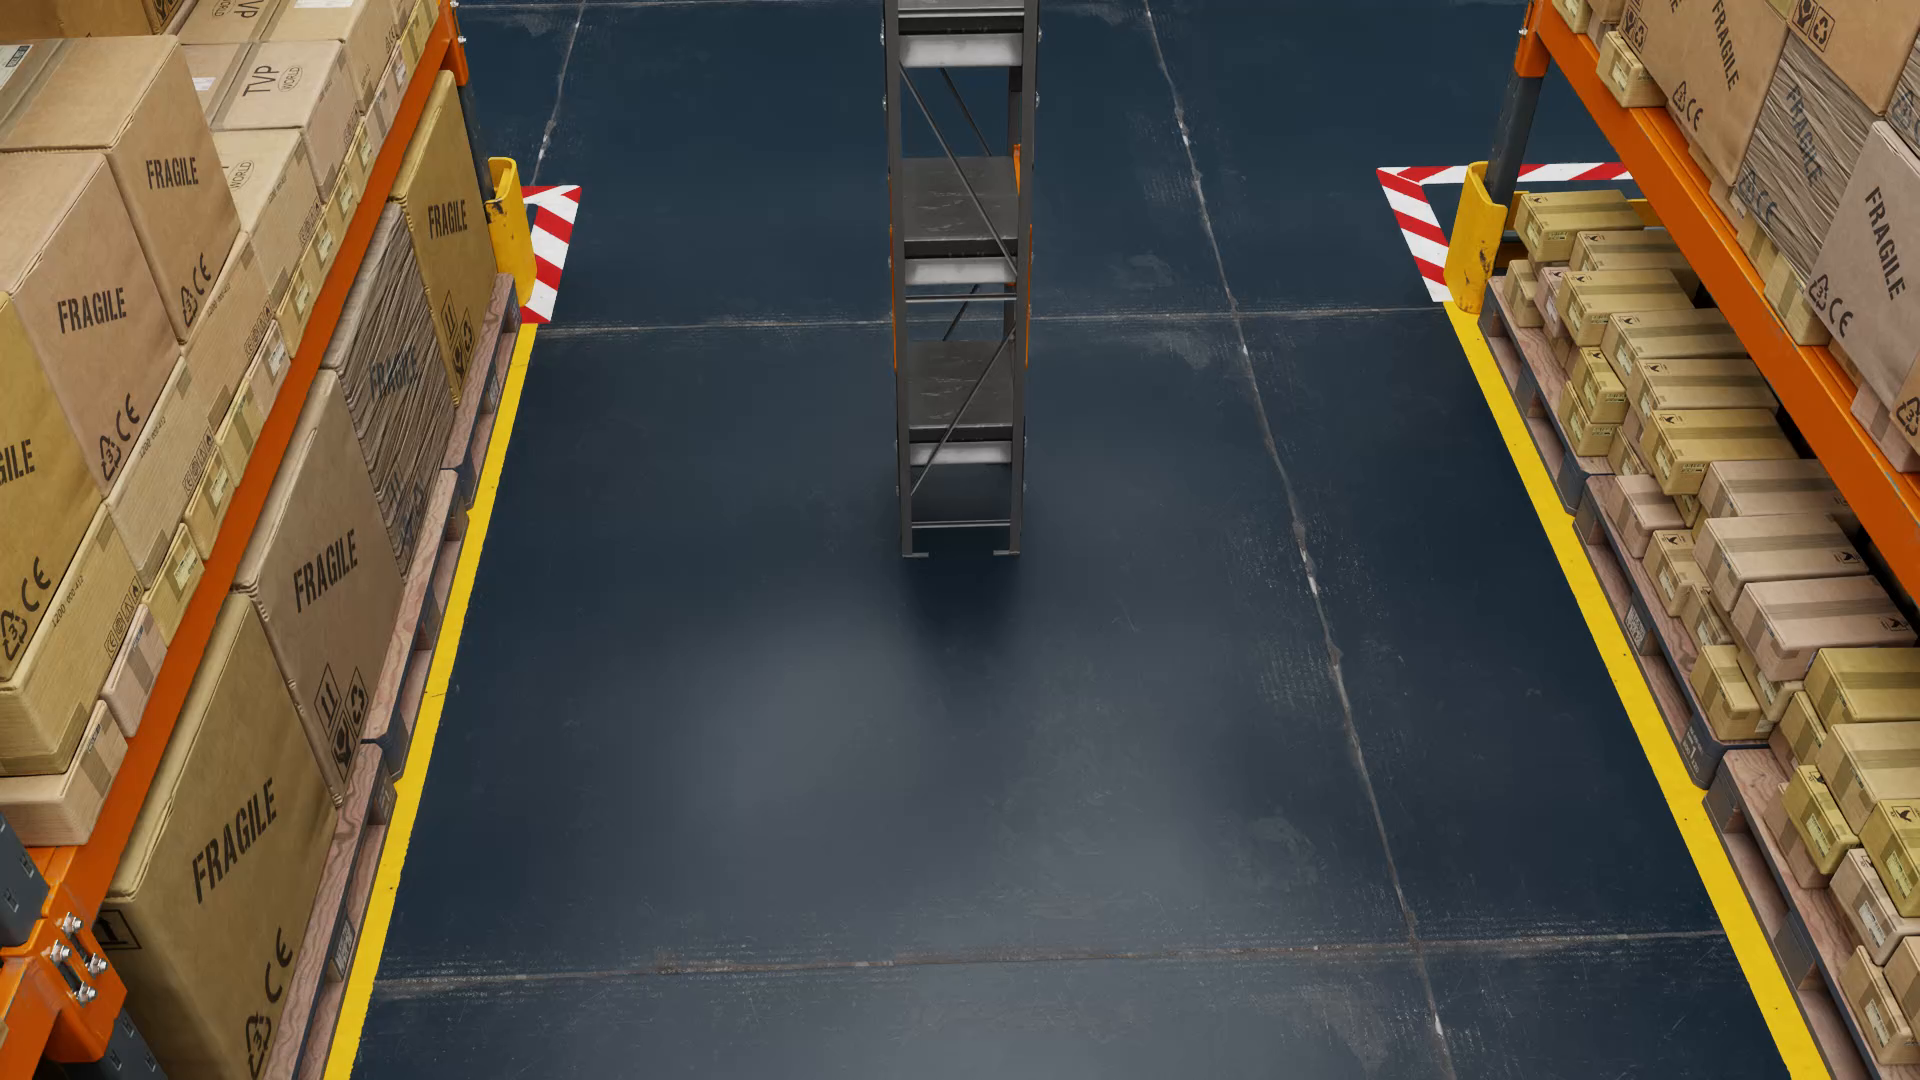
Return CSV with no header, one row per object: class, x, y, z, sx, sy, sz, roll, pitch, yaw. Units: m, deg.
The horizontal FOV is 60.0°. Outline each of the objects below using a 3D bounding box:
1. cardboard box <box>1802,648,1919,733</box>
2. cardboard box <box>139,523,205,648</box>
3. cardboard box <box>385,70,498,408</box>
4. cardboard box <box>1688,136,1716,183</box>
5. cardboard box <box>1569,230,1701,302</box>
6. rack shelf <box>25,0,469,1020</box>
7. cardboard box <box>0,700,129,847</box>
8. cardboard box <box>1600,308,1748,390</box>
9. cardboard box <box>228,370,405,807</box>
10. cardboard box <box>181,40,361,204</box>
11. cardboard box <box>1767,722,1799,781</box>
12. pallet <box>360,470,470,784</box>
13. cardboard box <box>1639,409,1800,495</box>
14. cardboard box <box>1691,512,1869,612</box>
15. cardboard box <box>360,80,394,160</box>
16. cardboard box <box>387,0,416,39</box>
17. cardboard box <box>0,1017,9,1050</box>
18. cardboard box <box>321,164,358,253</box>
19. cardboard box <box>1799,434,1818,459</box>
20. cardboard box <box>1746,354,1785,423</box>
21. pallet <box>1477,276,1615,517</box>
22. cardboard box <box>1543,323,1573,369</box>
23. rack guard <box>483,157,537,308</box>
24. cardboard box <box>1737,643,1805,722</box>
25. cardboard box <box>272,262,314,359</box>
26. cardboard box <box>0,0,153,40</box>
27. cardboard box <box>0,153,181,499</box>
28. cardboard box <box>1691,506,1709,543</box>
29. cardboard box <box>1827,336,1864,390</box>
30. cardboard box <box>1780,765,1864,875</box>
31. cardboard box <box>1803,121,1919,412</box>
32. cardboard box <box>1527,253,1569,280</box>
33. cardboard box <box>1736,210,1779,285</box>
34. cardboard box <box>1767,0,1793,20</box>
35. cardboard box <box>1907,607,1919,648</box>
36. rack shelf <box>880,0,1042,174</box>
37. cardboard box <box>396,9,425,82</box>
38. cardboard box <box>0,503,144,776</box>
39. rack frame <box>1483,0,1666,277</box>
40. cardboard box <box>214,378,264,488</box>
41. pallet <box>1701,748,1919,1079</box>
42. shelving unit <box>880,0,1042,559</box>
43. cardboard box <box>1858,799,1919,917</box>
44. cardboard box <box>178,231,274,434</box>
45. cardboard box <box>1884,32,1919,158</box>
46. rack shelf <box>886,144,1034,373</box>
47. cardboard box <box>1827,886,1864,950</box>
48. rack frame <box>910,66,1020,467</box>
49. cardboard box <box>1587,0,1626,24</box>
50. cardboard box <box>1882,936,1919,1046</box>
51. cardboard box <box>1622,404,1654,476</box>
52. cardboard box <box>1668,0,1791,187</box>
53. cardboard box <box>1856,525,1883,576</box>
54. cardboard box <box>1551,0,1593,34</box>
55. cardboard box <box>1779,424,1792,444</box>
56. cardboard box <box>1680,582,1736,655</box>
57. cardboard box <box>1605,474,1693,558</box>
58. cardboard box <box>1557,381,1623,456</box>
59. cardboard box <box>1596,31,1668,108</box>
cardboard box,2.499,0.424,4.426,0.380,0.149,0.250,0,43,0
cardboard box,-1.887,0.099,3.608,0.380,0.149,0.250,0,43,0
cardboard box,-2.247,-1.072,5.961,0.875,0.875,0.875,-2,43,-2
cardboard box,2.437,-1.175,4.997,0.380,0.149,0.250,-2,43,-2
cardboard box,2.421,-0.981,5.959,0.380,0.149,0.250,-1,43,-1
rack shelf,-2.269,-0.514,4.624,1.077,0.370,4.000,-2,43,-2
cardboard box,-1.864,0.454,3.221,0.380,0.149,0.250,-2,43,-2
cardboard box,2.397,-0.642,5.589,0.380,0.149,0.250,-4,43,-4
cardboard box,-2.170,0.144,4.635,0.875,0.875,0.875,-2,43,-2
cardboard box,-2.025,-1.179,4.707,0.500,0.250,0.500,-3,43,-3
cardboard box,2.526,0.602,4.672,0.380,0.149,0.250,-3,43,-3
pallet,-2.193,0.257,5.313,1.003,0.211,1.213,-2,43,-2
cardboard box,2.364,-0.276,5.190,0.380,0.149,0.250,-1,43,-1
cardboard box,2.372,0.062,4.821,0.380,0.149,0.250,-3,43,-3
cardboard box,-1.978,-1.292,5.126,0.380,0.149,0.250,-1,43,-1
cardboard box,-2.068,-1.865,5.455,0.500,0.250,0.500,-2,43,-2
cardboard box,-1.891,0.842,2.538,0.500,0.500,0.500,-2,43,-2
cardboard box,-1.953,-0.942,4.743,0.380,0.149,0.250,-1,43,-2
cardboard box,2.888,-0.297,5.213,0.380,0.149,0.250,-3,43,-3
cardboard box,2.846,-0.534,5.692,0.380,0.149,0.250,-2,43,-2
pallet,2.608,-0.575,6.221,1.003,0.211,1.213,-2,43,-2
cardboard box,2.401,-0.771,6.170,0.380,0.149,0.250,-2,43,-2
rack guard,-2.355,-1.225,6.716,1.175,0.500,0.348,-2,43,-2
cardboard box,2.449,0.373,4.702,0.380,0.149,0.250,-1,43,-1
cardboard box,-1.932,-0.598,4.369,0.380,0.149,0.250,-3,43,-3
cardboard box,-2.554,-1.442,4.439,0.500,0.500,0.500,-3,43,-3
cardboard box,-1.962,-0.424,3.328,0.500,0.500,0.500,-2,43,-2
cardboard box,2.489,0.010,5.098,0.380,0.149,0.250,0,43,0
cardboard box,2.473,-0.481,4.240,0.380,0.149,0.250,-2,43,-2
cardboard box,2.392,0.717,4.327,0.380,0.149,0.250,-3,43,-3
cardboard box,2.432,-0.655,3.950,0.500,0.500,0.500,-2,43,-2
cardboard box,2.372,-1.056,6.261,0.380,0.149,0.250,0,43,0
cardboard box,2.409,-0.832,4.623,0.380,0.149,0.250,0,43,0
cardboard box,2.387,-1.716,4.368,0.500,0.500,0.500,-3,43,-3
cardboard box,2.937,0.329,4.750,0.380,0.149,0.250,0,43,0
rack shelf,-0.007,-1.392,4.699,0.431,0.518,0.480,-2,43,-2
cardboard box,-1.997,-1.631,5.495,0.380,0.149,0.250,-1,43,-1
cardboard box,-1.942,0.192,3.212,0.500,0.250,0.500,-2,43,-3
rack frame,2.606,-2.204,5.934,1.000,3.000,0.127,-2,43,-2
cardboard box,-1.911,-0.251,3.990,0.380,0.149,0.250,-2,43,-2
pallet,2.712,1.072,4.424,1.003,0.211,1.213,-2,43,-2
shelving unit,-0.007,-0.886,5.162,0.431,2.100,0.503,-2,43,-2
cardboard box,2.450,0.769,4.050,0.380,0.149,0.250,-1,43,-1
cardboard box,-1.986,-0.494,3.960,0.500,0.250,0.500,-1,43,-1
cardboard box,2.451,-1.023,3.612,0.500,0.500,0.500,-1,43,-1
rack shelf,-0.007,-0.876,5.172,0.431,0.518,0.480,-2,43,-2
cardboard box,2.491,0.960,4.282,0.380,0.149,0.250,-1,43,-1
rack frame,-0.017,-1.051,5.342,0.400,2.100,0.015,-2,43,-2
cardboard box,2.349,-2.039,5.461,0.500,0.500,0.500,0,43,0
cardboard box,2.445,1.079,3.931,0.380,0.149,0.250,-1,43,-1
cardboard box,2.434,-0.354,5.496,0.380,0.149,0.250,-4,43,-4
cardboard box,2.405,-1.348,4.706,0.500,0.500,0.500,-1,43,-1
cardboard box,3.004,-0.011,5.121,0.380,0.149,0.250,-1,43,-1
cardboard box,2.292,-1.883,5.771,0.380,0.149,0.250,-2,43,-2
cardboard box,2.971,-0.270,5.624,0.380,0.149,0.250,-3,43,-4
cardboard box,2.431,0.261,5.045,0.380,0.149,0.250,-1,43,-1
cardboard box,2.350,-0.087,5.424,0.380,0.149,0.250,-4,43,-4
cardboard box,2.320,-0.427,5.795,0.380,0.149,0.250,-1,43,-1
cardboard box,2.302,-1.529,5.385,0.380,0.149,0.250,-3,43,-3
